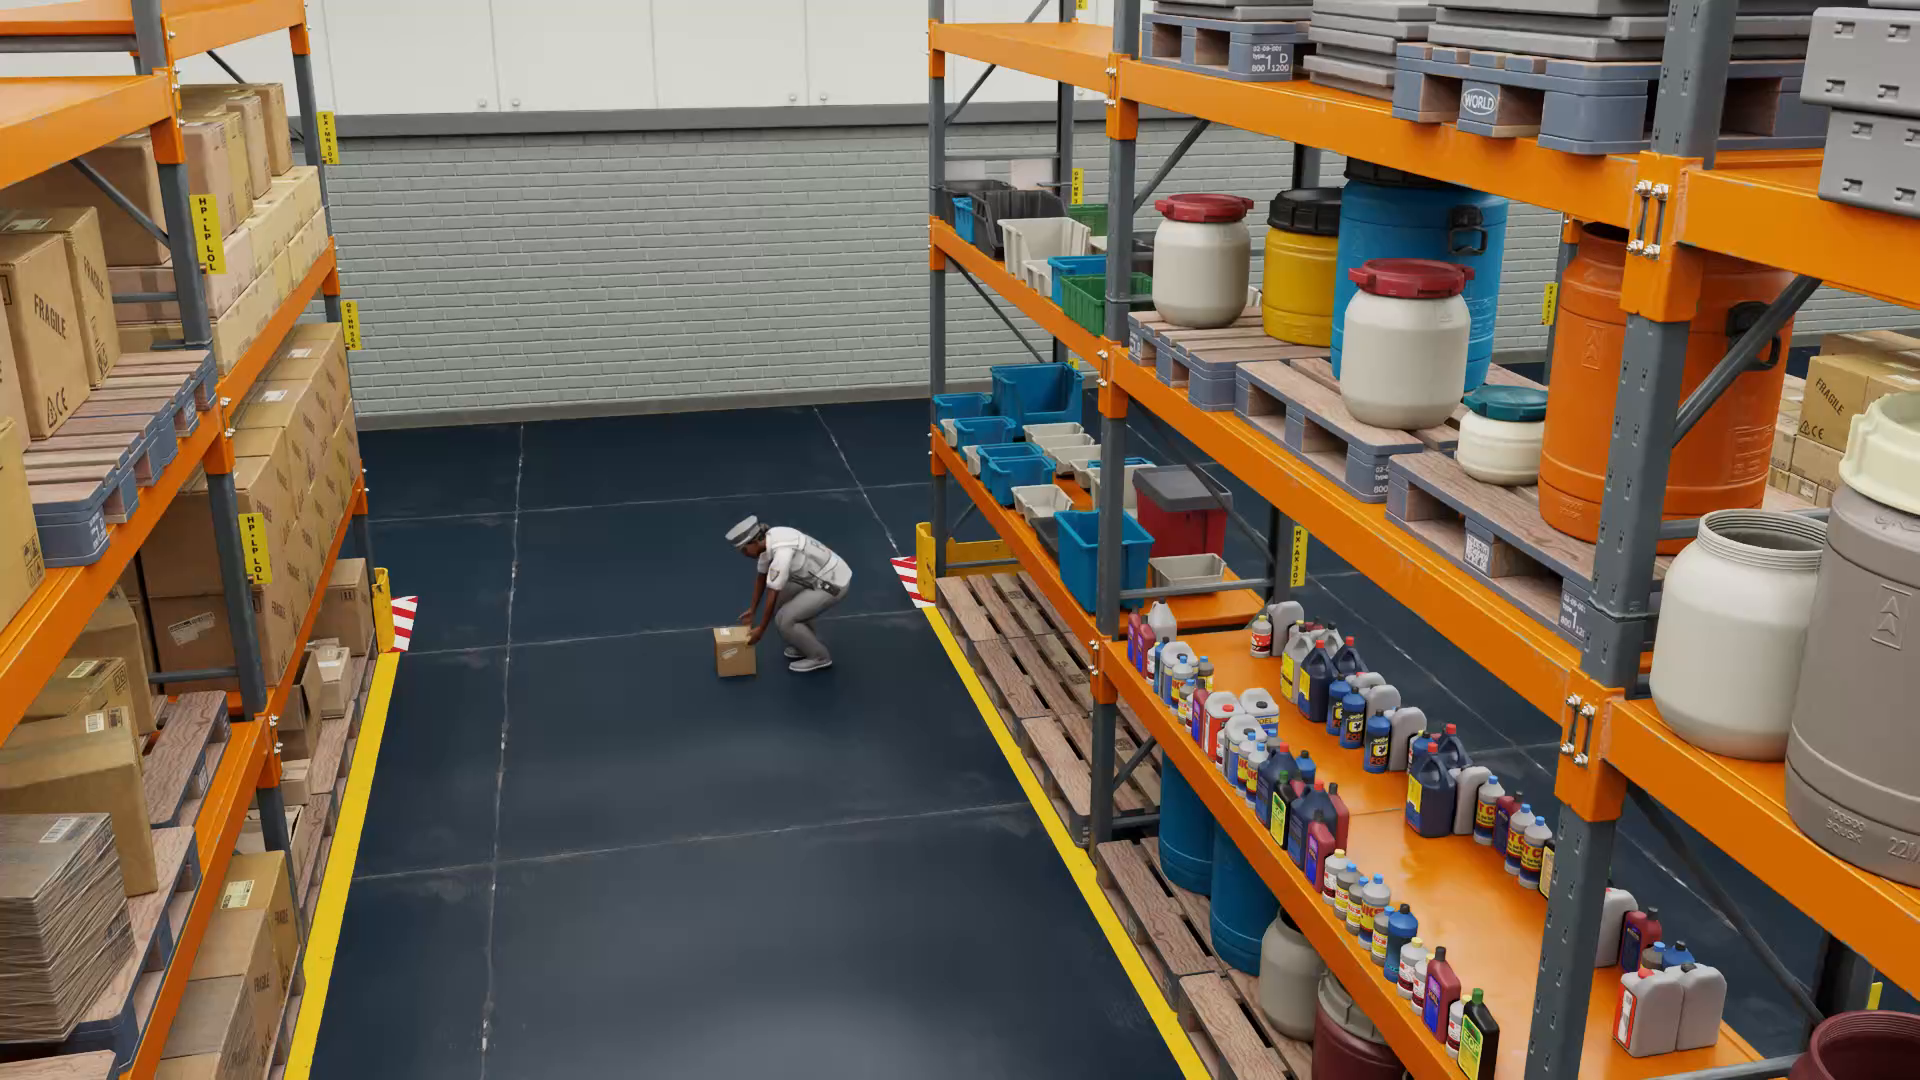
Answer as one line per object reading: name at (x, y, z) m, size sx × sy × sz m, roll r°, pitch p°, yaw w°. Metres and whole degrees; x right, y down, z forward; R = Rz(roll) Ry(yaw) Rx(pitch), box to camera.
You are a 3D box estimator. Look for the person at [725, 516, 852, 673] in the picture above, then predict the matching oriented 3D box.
person at (-1.132, 0.337, 11.087) m, size 0.835 × 1.083 × 0.494 m, roll -5°, pitch 20°, yaw -13°
